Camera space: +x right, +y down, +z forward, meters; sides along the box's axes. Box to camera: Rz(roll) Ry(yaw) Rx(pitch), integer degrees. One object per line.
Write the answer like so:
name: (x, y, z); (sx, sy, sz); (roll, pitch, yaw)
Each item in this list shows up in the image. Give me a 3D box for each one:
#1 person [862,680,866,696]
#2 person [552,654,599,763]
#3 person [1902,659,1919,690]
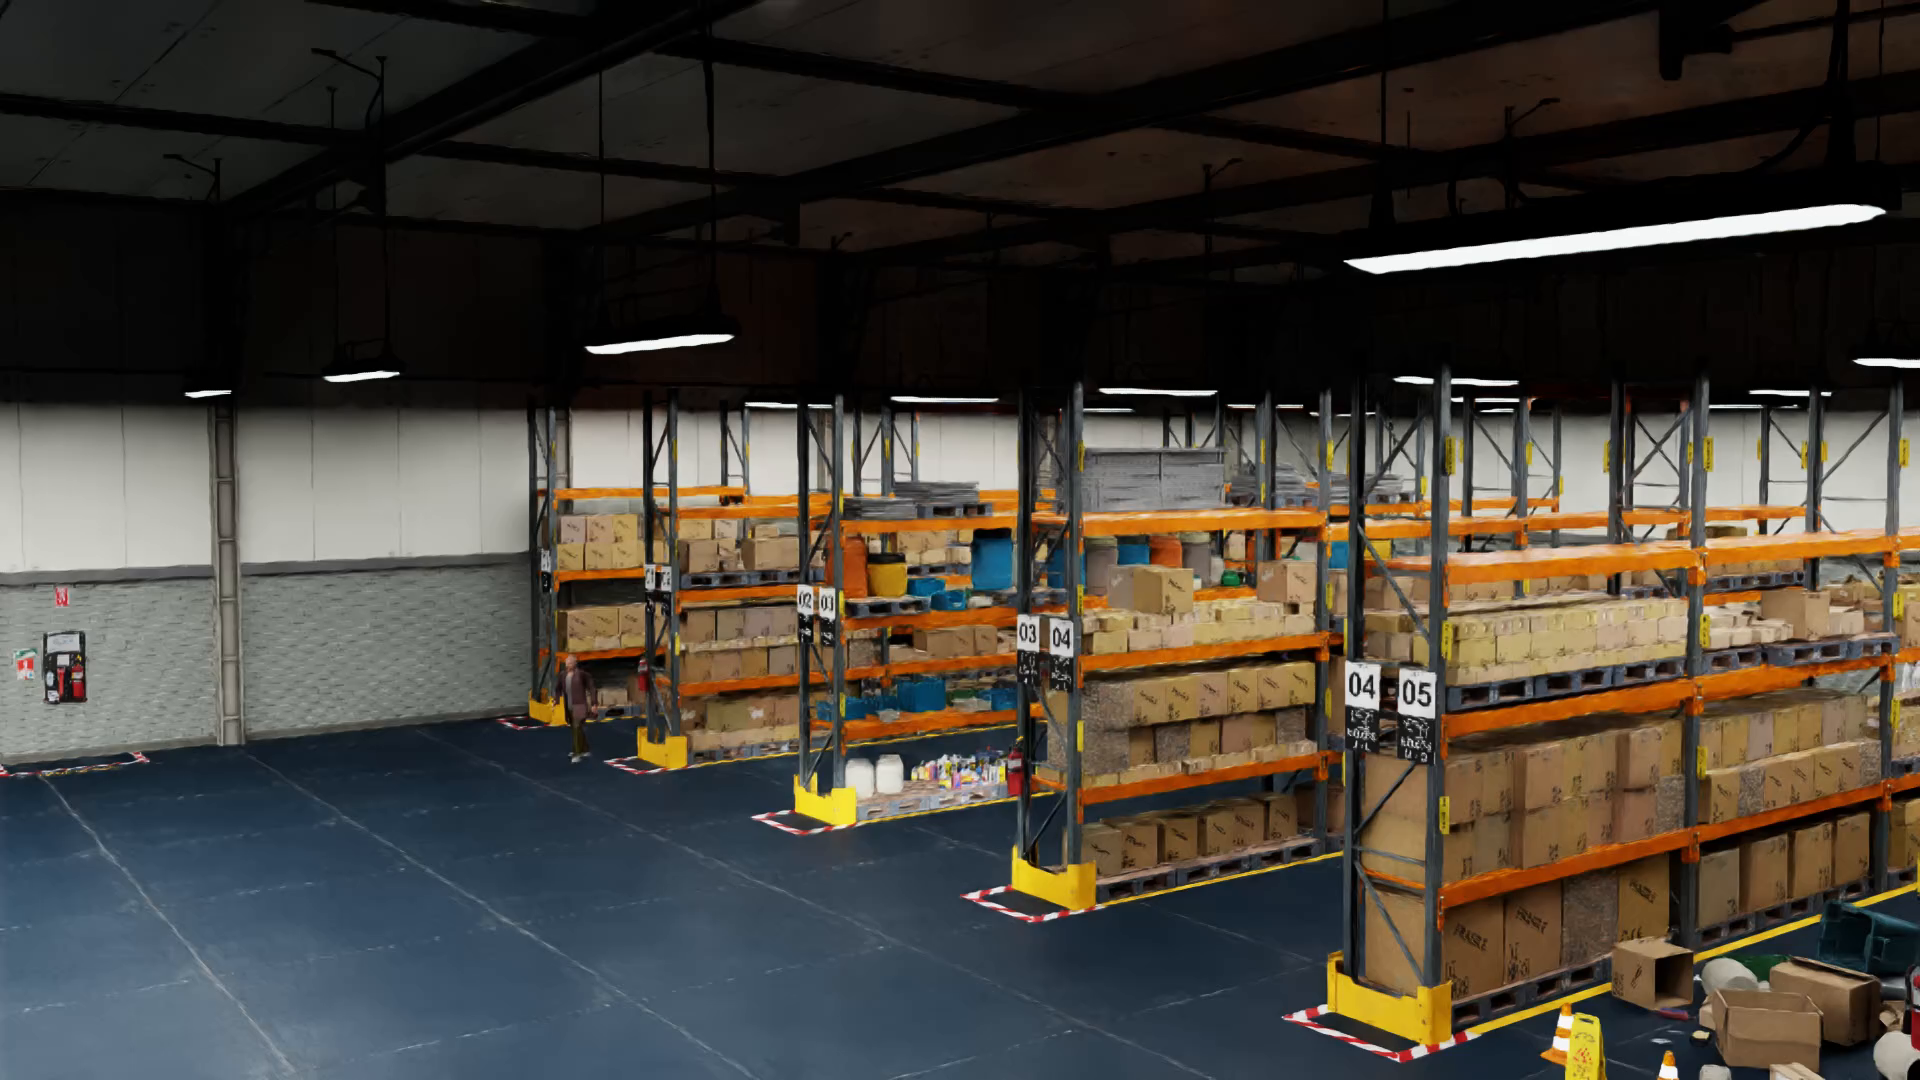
person: (-2.309, 2.346, 33.028); (1.044, 1.736, 0.567); (-3, 4, -37)
person: (-6.224, 2.702, 26.893); (0.699, 1.732, 0.801); (2, 4, 30)
person: (16.293, 2.632, 28.303); (1.029, 1.725, 0.555); (-3, 4, -37)
